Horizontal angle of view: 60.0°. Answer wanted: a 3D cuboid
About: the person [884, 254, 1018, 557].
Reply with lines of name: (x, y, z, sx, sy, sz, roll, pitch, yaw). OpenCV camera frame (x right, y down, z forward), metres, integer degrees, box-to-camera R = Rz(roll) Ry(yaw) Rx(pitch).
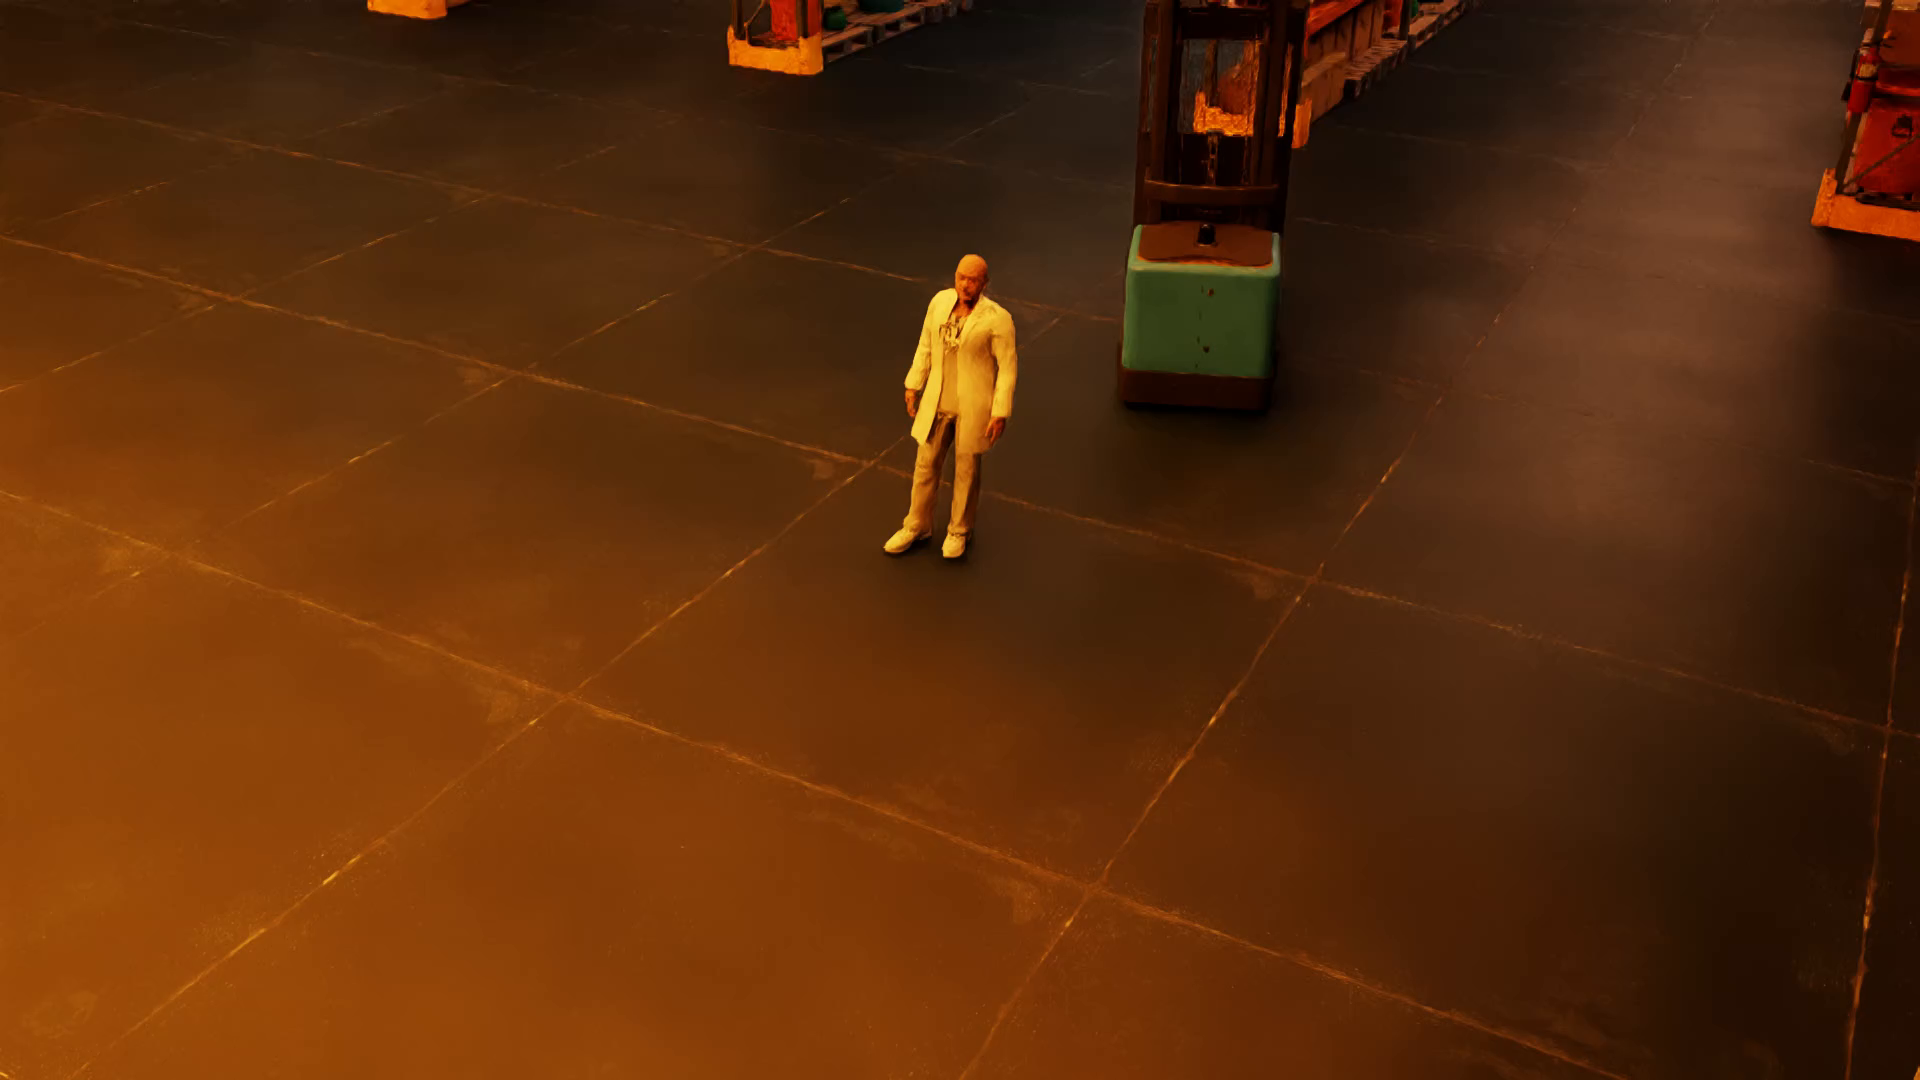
person: (-0.048, -0.737, 9.488, 0.694, 1.776, 0.579, 15, 33, 25)

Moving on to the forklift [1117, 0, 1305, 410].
forklift: (1.843, -2.878, 12.057, 1.130, 2.935, 3.031, 4, 30, 8)
